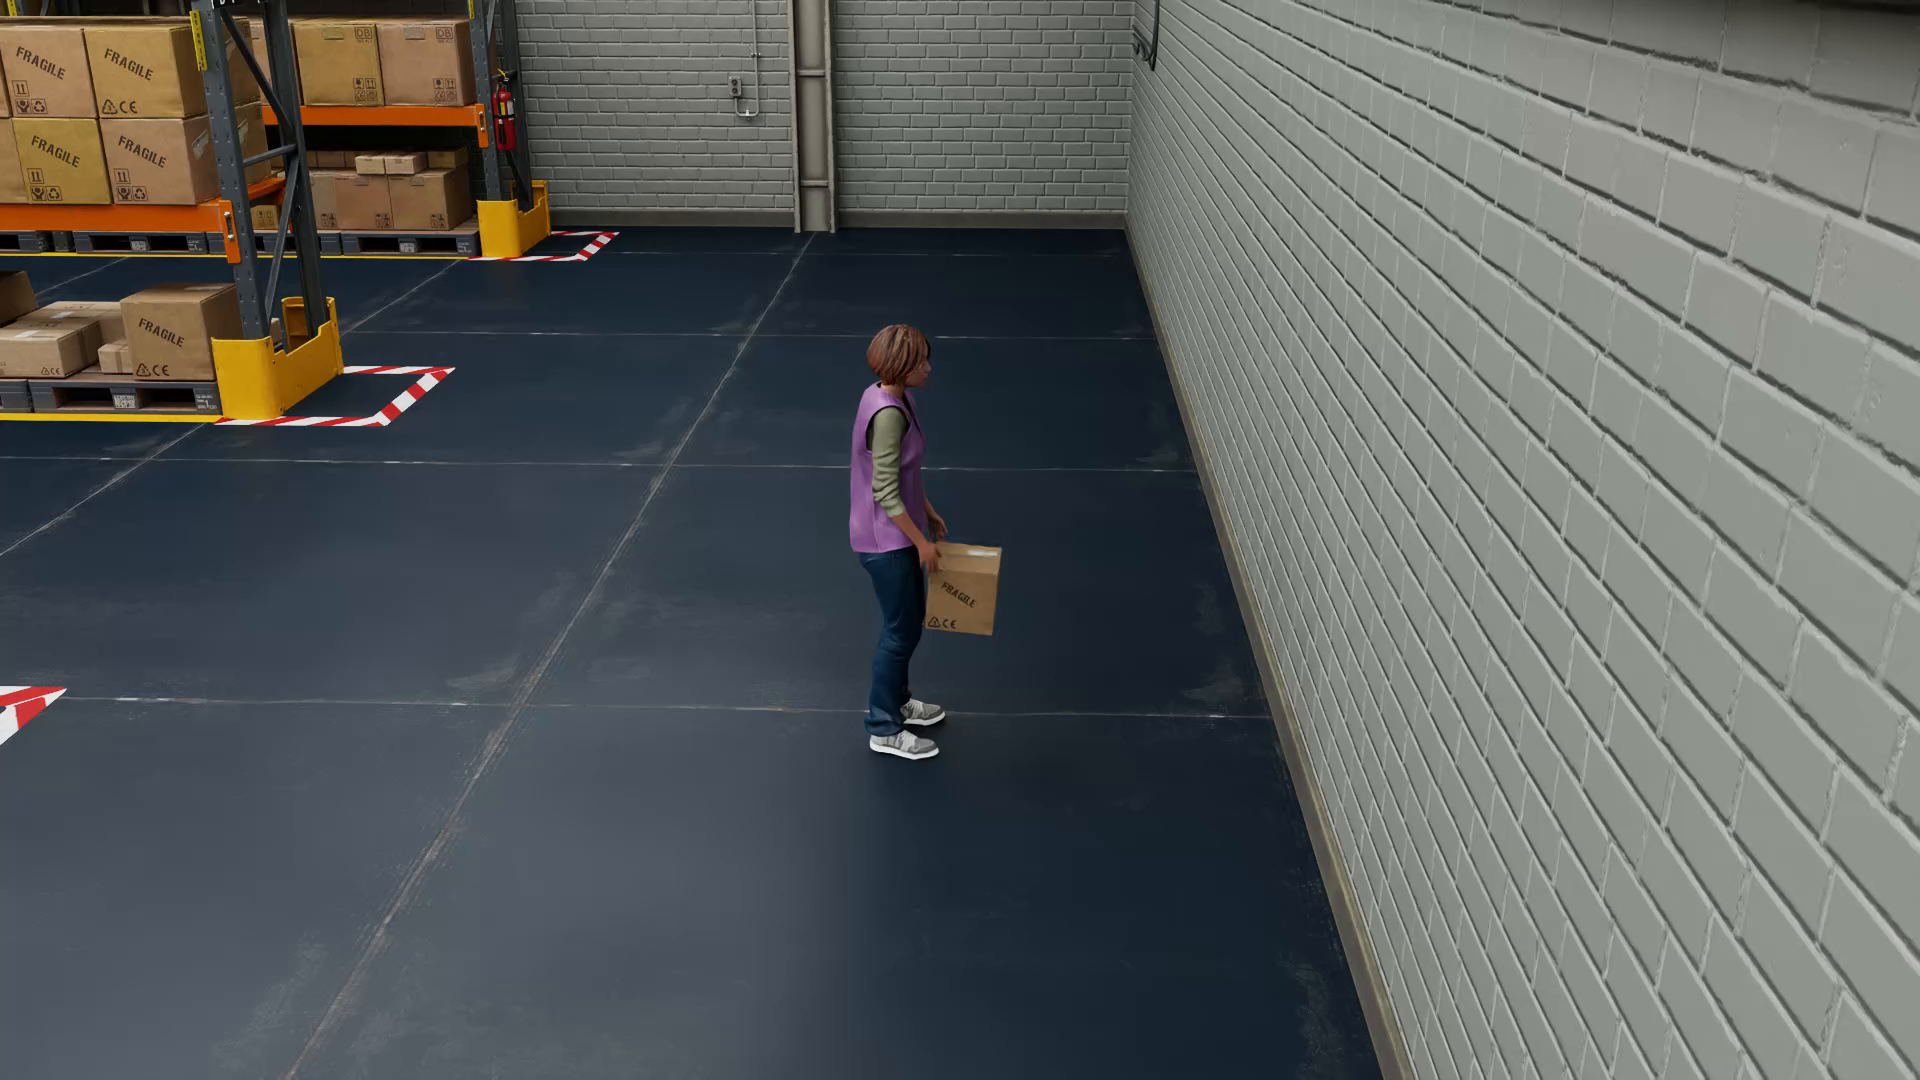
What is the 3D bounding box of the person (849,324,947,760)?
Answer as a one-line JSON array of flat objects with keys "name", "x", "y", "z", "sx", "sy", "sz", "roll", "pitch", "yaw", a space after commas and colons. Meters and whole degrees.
[{"name": "person", "x": -0.228, "y": 0.002, "z": 6.100, "sx": 0.347, "sy": 1.587, "sz": 0.447, "roll": 1, "pitch": 21, "yaw": 4}]
